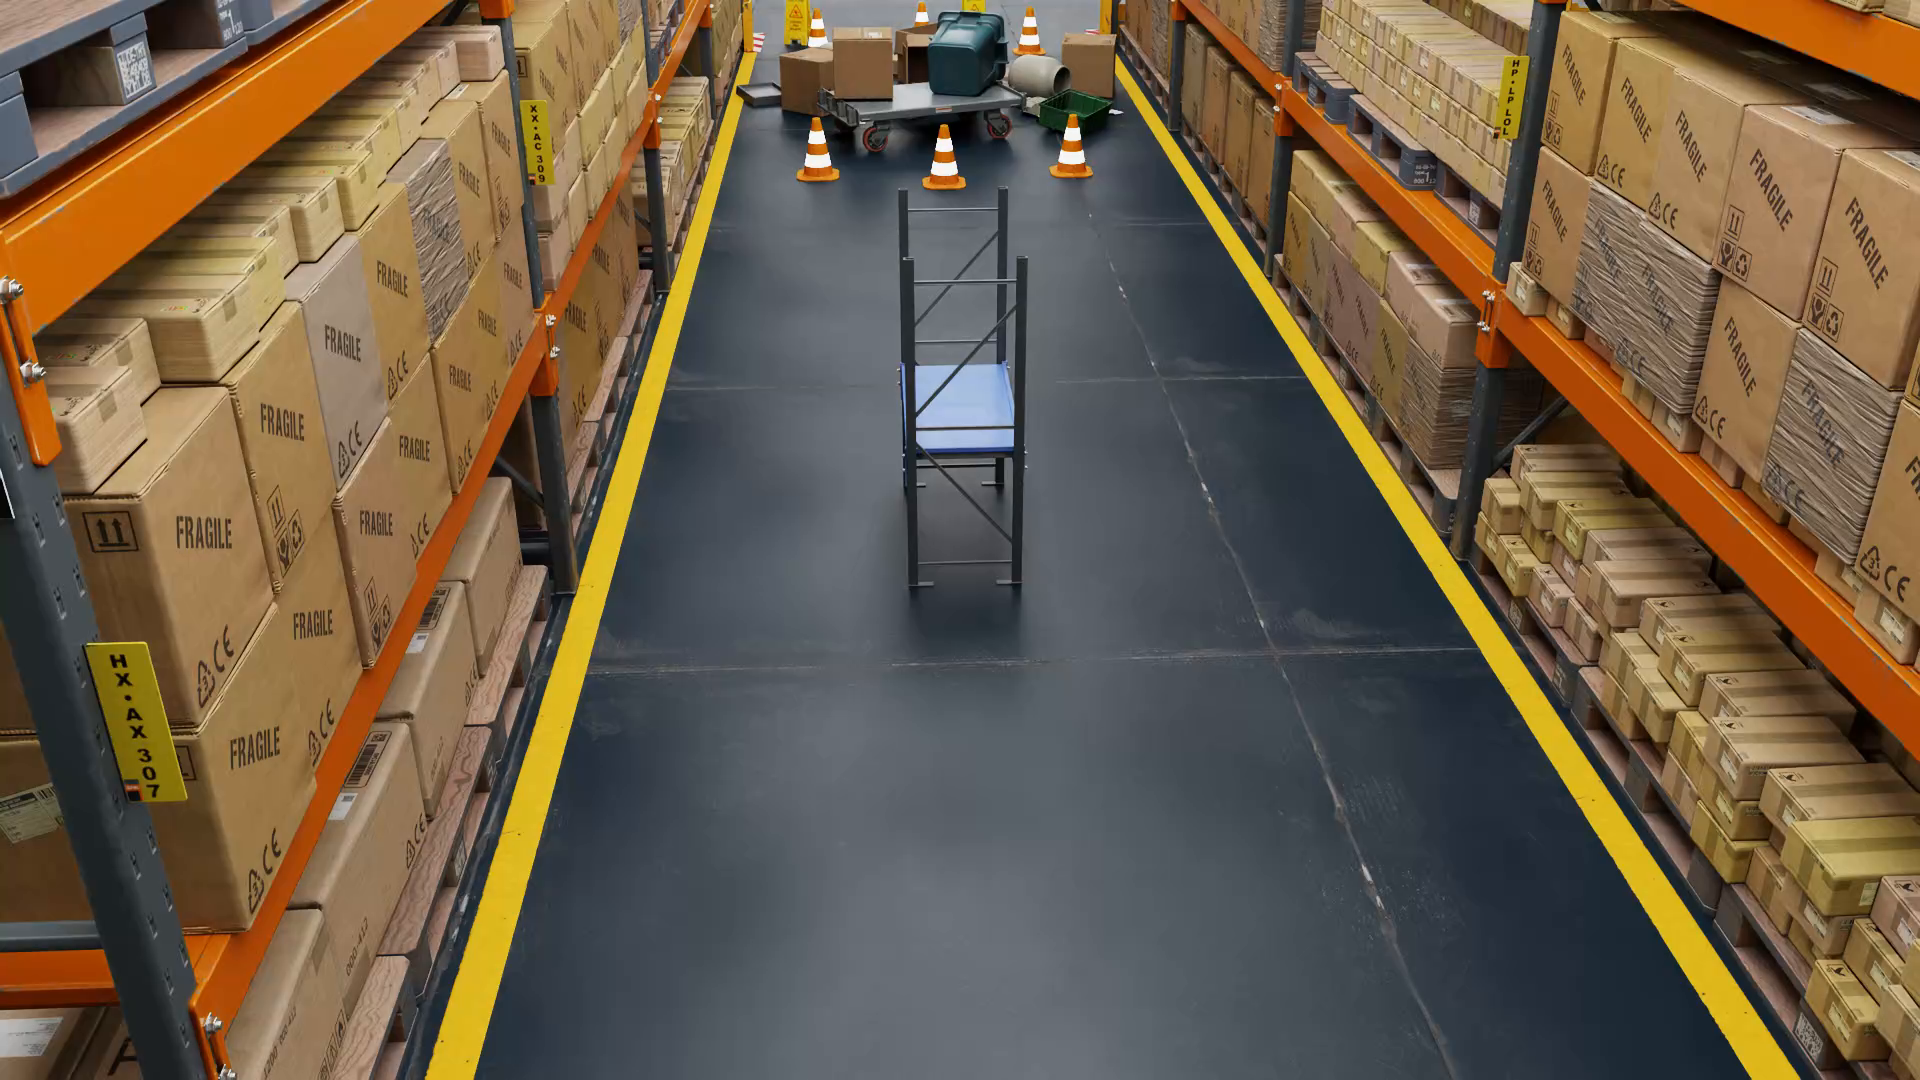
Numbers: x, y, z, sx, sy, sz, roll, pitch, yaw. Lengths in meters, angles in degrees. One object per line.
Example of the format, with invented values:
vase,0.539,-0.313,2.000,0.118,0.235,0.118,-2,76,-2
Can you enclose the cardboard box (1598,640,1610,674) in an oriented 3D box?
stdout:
cardboard box,2.642,0.464,6.245,0.380,0.149,0.250,-3,28,-5

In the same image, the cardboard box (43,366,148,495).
cardboard box,-1.718,-0.198,2.995,0.380,0.149,0.250,-1,28,-2

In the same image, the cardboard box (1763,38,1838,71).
cardboard box,3.080,-1.436,5.749,0.500,0.500,0.500,-2,28,-4

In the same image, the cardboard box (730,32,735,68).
cardboard box,-2.448,-4.760,16.153,0.500,0.250,0.500,-2,28,-4

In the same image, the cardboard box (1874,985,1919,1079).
cardboard box,2.649,1.291,4.339,0.380,0.149,0.250,-2,28,-4

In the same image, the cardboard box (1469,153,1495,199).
cardboard box,2.520,-1.639,7.466,0.380,0.149,0.250,-1,28,-2

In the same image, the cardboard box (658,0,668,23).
cardboard box,-2.168,-3.562,11.154,0.380,0.149,0.250,-1,28,-2

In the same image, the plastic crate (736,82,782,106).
plastic crate,-1.866,-4.244,15.801,0.402,0.080,0.583,-11,30,-20

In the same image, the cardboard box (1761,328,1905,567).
cardboard box,2.624,-0.268,4.590,0.500,0.500,0.500,-1,28,-2

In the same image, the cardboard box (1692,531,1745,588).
cardboard box,3.040,0.060,6.377,0.380,0.149,0.250,-1,28,-1

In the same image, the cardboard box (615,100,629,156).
cardboard box,-2.055,-2.184,8.857,0.500,0.250,0.500,-2,28,-3

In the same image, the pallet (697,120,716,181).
pallet,-2.560,-3.198,13.653,1.003,0.211,1.213,-1,28,-3

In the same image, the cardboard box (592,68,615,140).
cardboard box,-2.010,-2.172,8.292,0.500,0.250,0.500,-2,28,-4

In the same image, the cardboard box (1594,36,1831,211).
cardboard box,2.576,-1.432,5.741,0.500,0.500,0.500,-2,28,-4

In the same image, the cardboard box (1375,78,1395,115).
cardboard box,2.437,-2.364,8.856,0.380,0.149,0.250,-1,28,-2

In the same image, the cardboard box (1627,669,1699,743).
cardboard box,2.544,0.567,5.727,0.380,0.149,0.250,-1,28,-2

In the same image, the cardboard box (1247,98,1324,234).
cardboard box,2.602,-2.585,11.441,1.050,0.750,0.750,-2,28,-3

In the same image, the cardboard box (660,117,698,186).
cardboard box,-2.494,-2.920,12.492,0.950,0.372,0.625,0,28,-1

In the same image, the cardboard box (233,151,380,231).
cardboard box,-1.757,-0.915,4.370,0.380,0.149,0.250,-2,28,-4

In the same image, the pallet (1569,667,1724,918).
pallet,2.890,0.845,5.902,1.003,0.211,1.213,-1,28,-3

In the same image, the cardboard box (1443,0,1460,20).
cardboard box,3.039,-3.120,9.663,0.380,0.149,0.250,-2,28,-3

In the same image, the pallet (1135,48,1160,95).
pallet,2.307,-4.642,16.421,1.003,0.211,1.213,-1,28,-3

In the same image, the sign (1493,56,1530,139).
sign,2.199,-1.764,6.636,0.100,0.325,0.005,-1,28,-3

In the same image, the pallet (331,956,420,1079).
pallet,-2.096,1.617,4.422,1.003,0.211,1.213,-1,28,-3

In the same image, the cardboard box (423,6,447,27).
cardboard box,-2.493,-2.026,7.202,0.500,0.500,0.500,-1,28,-2

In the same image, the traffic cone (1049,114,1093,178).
traffic cone,0.898,-3.180,13.346,0.336,0.463,0.334,-1,28,-3

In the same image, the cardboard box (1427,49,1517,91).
cardboard box,2.488,-2.263,8.020,0.380,0.149,0.250,-2,28,-4

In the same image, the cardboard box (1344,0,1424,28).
cardboard box,2.400,-2.996,9.425,0.380,0.149,0.250,-2,28,-3

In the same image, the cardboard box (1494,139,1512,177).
cardboard box,2.535,-1.651,7.168,0.380,0.149,0.250,-1,28,-1

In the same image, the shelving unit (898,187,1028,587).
shelving unit,-0.004,-0.704,7.479,0.538,1.500,1.048,-1,28,-3

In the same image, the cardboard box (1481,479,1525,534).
cardboard box,2.453,-0.145,7.090,0.380,0.149,0.250,0,28,0

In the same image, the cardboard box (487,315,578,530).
cardboard box,-2.297,-0.628,7.554,0.875,0.875,0.875,-1,28,-1

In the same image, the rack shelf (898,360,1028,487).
rack shelf,-0.004,-0.545,7.562,0.538,0.185,1.000,-1,28,-3

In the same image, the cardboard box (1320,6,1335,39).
cardboard box,2.369,-3.092,9.930,0.380,0.149,0.250,0,28,0

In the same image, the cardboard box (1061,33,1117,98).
cardboard box,1.230,-4.545,15.921,0.500,0.500,0.500,3,28,6

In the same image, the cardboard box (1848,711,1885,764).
cardboard box,3.063,0.675,5.519,0.380,0.149,0.250,0,28,0

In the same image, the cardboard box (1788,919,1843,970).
cardboard box,2.684,1.181,4.871,0.380,0.149,0.250,-2,28,-3

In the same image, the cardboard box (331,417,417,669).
cardboard box,-1.777,0.007,4.386,0.500,0.500,0.500,-2,28,-3

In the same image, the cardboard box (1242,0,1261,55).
cardboard box,2.228,-3.589,11.280,0.500,0.500,0.500,-1,28,-3

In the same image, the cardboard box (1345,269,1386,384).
cardboard box,2.414,-1.153,8.966,0.500,0.500,0.500,-2,28,-4

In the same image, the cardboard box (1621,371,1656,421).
cardboard box,2.551,-0.532,5.799,0.380,0.149,0.250,-1,28,-2

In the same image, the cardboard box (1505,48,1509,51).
cardboard box,3.094,-2.507,8.809,0.380,0.149,0.250,-1,28,-1

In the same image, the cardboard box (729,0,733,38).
cardboard box,-2.459,-5.103,15.998,0.500,0.500,0.500,-2,28,-4

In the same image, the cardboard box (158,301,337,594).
cardboard box,-1.751,-0.207,3.714,0.500,0.500,0.500,-2,28,-4

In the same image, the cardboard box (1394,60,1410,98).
cardboard box,2.456,-2.372,8.551,0.380,0.149,0.250,0,28,-1

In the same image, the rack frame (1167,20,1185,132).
rack frame,2.335,-4.960,14.016,1.000,3.000,0.127,-1,28,-3

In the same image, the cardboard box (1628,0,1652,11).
cardboard box,7.166,-5.394,17.098,0.500,0.500,0.500,6,28,11

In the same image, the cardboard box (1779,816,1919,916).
cardboard box,2.585,0.923,4.721,0.380,0.149,0.250,-2,28,-4

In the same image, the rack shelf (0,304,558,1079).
rack shelf,-2.080,0.143,5.010,1.077,0.370,4.000,-1,28,-3

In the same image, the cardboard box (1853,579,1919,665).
cardboard box,2.623,0.201,4.393,0.380,0.149,0.250,-1,28,-1

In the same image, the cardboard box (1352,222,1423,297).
cardboard box,2.407,-1.495,8.811,0.500,0.250,0.500,-3,28,-5

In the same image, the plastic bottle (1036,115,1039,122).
plastic bottle,0.814,-3.748,14.871,0.133,0.061,0.283,-17,32,-29

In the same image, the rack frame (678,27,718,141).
rack frame,-2.603,-4.794,13.698,1.000,3.000,0.127,-1,28,-3

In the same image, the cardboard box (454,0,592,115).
cardboard box,-1.999,-2.263,7.656,0.500,0.500,0.500,-2,28,-4

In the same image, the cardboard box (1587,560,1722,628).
cardboard box,2.550,0.196,6.116,0.380,0.149,0.250,-1,28,-2

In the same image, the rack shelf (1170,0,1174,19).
rack shelf,2.231,-5.565,15.954,1.077,0.370,4.000,-1,28,-3

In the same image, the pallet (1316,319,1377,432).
pallet,2.644,-0.954,9.350,1.003,0.211,1.213,-1,28,-3

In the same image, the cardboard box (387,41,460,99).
cardboard box,-1.946,-1.616,5.713,0.380,0.149,0.250,-1,28,-1
